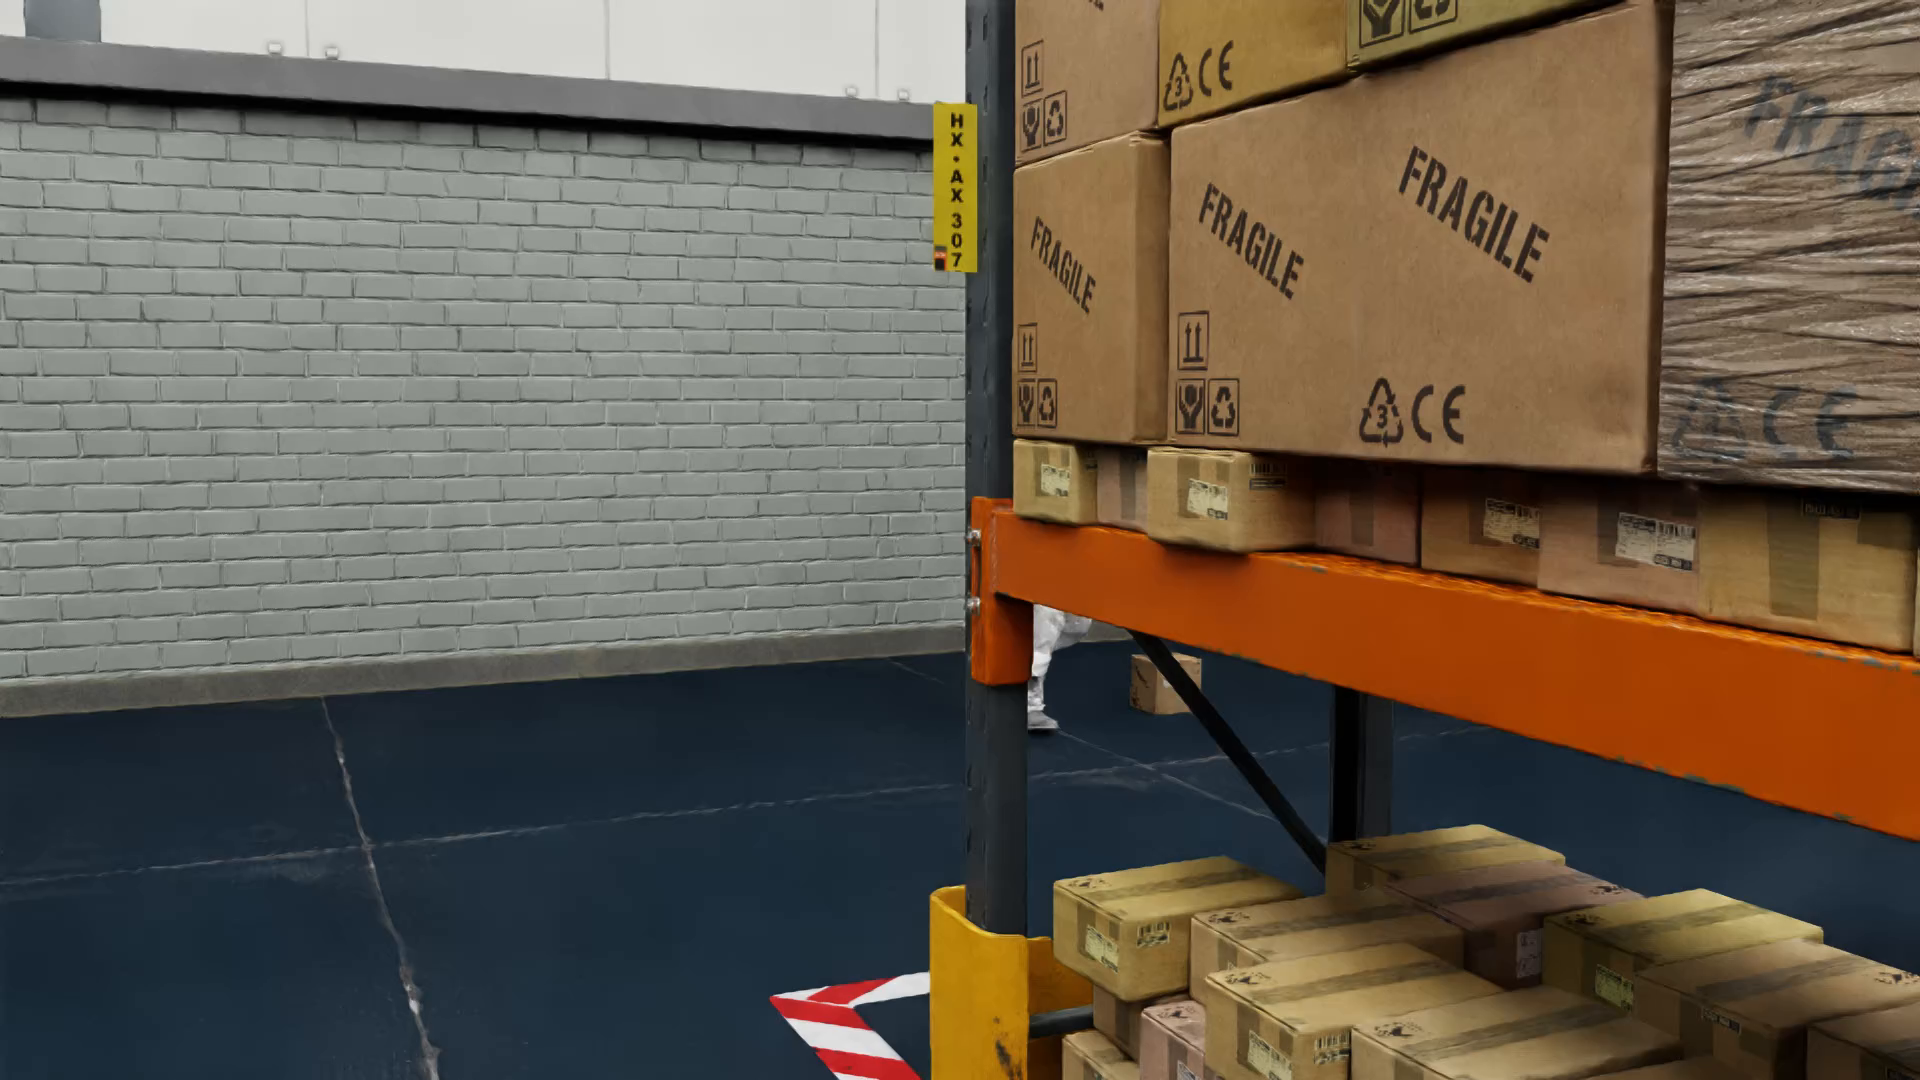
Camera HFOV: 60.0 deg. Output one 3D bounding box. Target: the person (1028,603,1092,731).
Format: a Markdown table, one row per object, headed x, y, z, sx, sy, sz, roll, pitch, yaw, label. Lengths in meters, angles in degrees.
| x | y | z | sx | sy | sz | roll | pitch | yaw | label |
| --- | --- | --- | --- | --- | --- | --- | --- | --- | --- |
| 0.343 | -0.003 | 7.686 | 0.613 | 1.667 | 0.801 | 3 | 6 | 31 | person |
